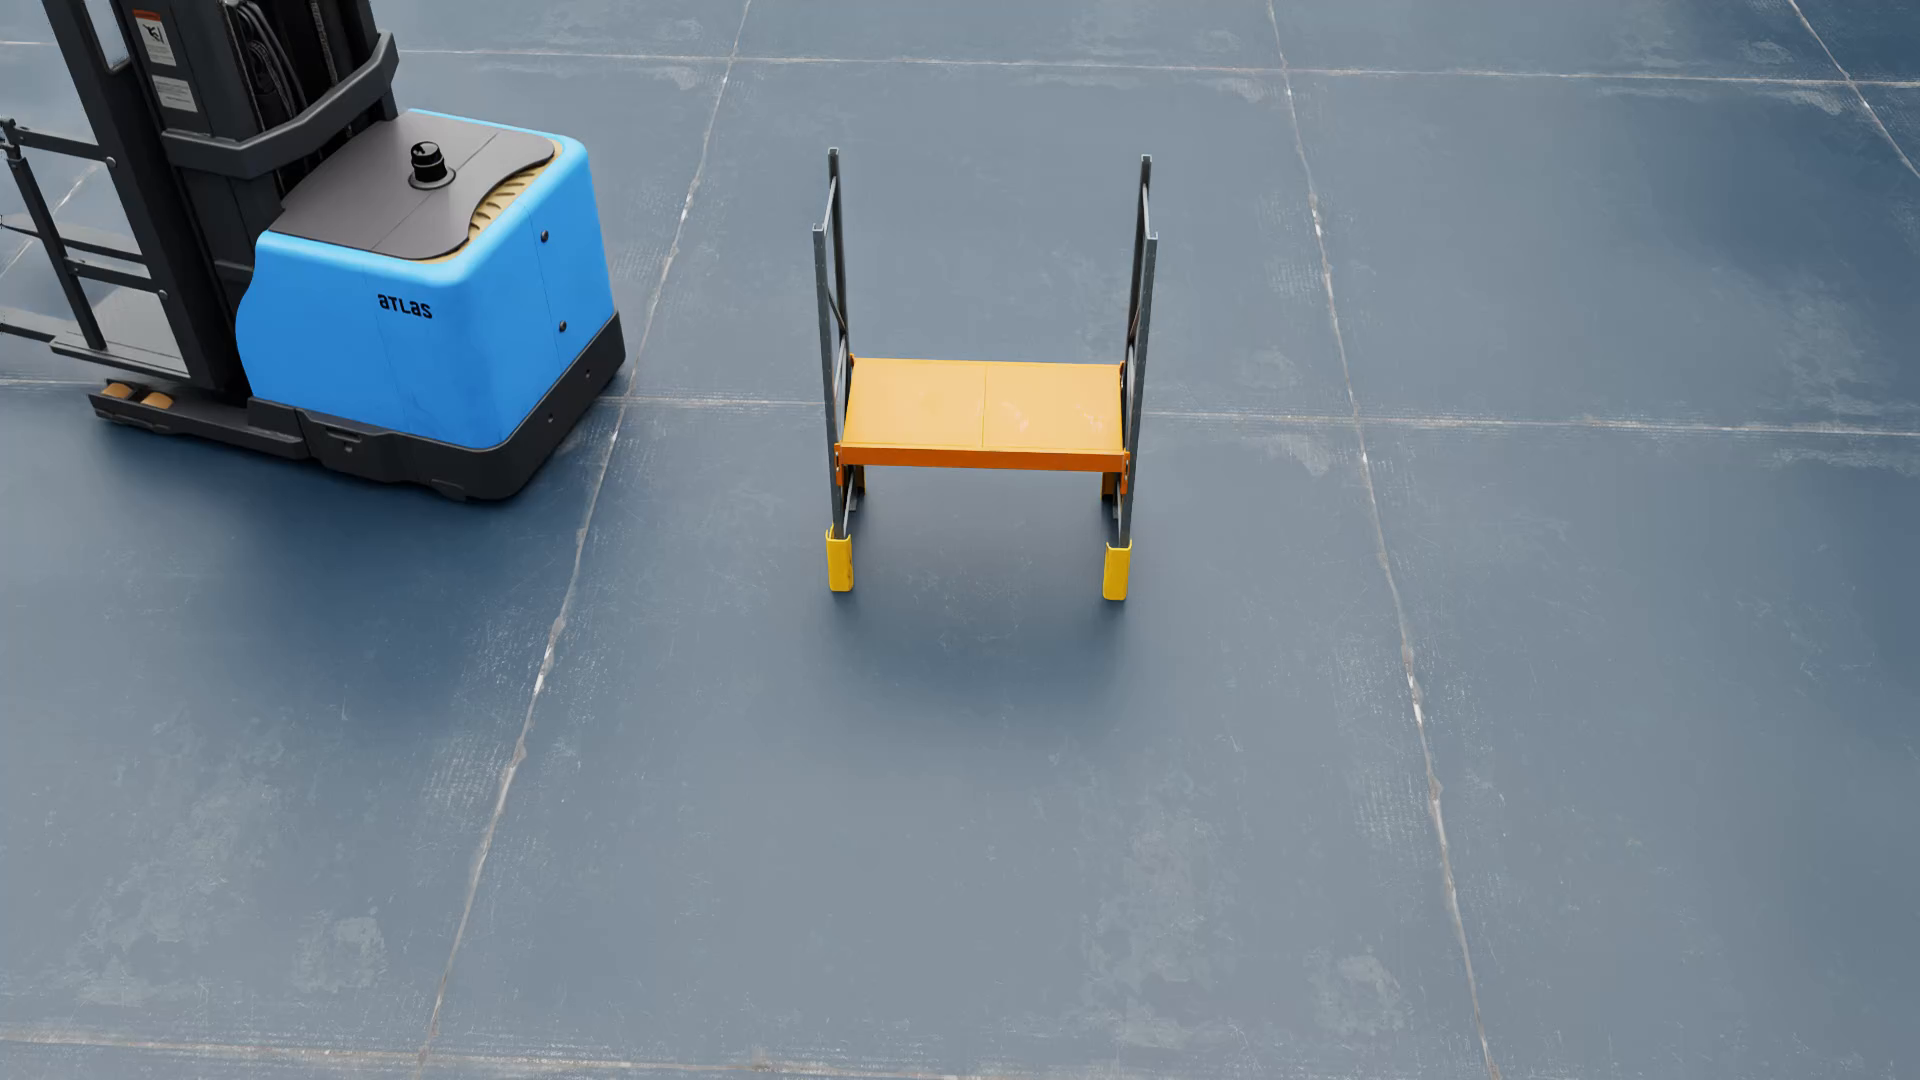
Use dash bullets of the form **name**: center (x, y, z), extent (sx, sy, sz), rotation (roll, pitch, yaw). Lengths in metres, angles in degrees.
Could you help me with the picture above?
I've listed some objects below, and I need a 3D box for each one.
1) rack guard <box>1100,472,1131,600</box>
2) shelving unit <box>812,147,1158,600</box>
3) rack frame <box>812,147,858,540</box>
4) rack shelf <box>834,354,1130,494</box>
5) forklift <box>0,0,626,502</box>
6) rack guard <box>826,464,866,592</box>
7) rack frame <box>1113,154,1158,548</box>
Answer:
- **rack guard**: center (0.574, -0.074, 6.146), extent (0.087, 0.250, 0.587), rotation (2, 43, 2)
- **shelving unit**: center (0.076, -0.546, 5.736), extent (1.083, 1.500, 0.587), rotation (2, 43, 2)
- **rack frame**: center (-0.423, -0.562, 5.753), extent (0.032, 1.500, 0.500), rotation (2, 43, 2)
- **rack shelf**: center (0.085, -0.415, 5.859), extent (1.000, 0.185, 0.538), rotation (2, 43, 2)
- **forklift**: center (-2.974, -1.825, 6.059), extent (3.031, 2.935, 1.130), rotation (13, 45, 14)
- **rack guard**: center (-0.421, -0.104, 6.179), extent (0.087, 0.250, 0.587), rotation (2, 43, 2)
- **rack frame**: center (0.593, -0.531, 5.719), extent (0.032, 1.500, 0.500), rotation (2, 43, 2)
